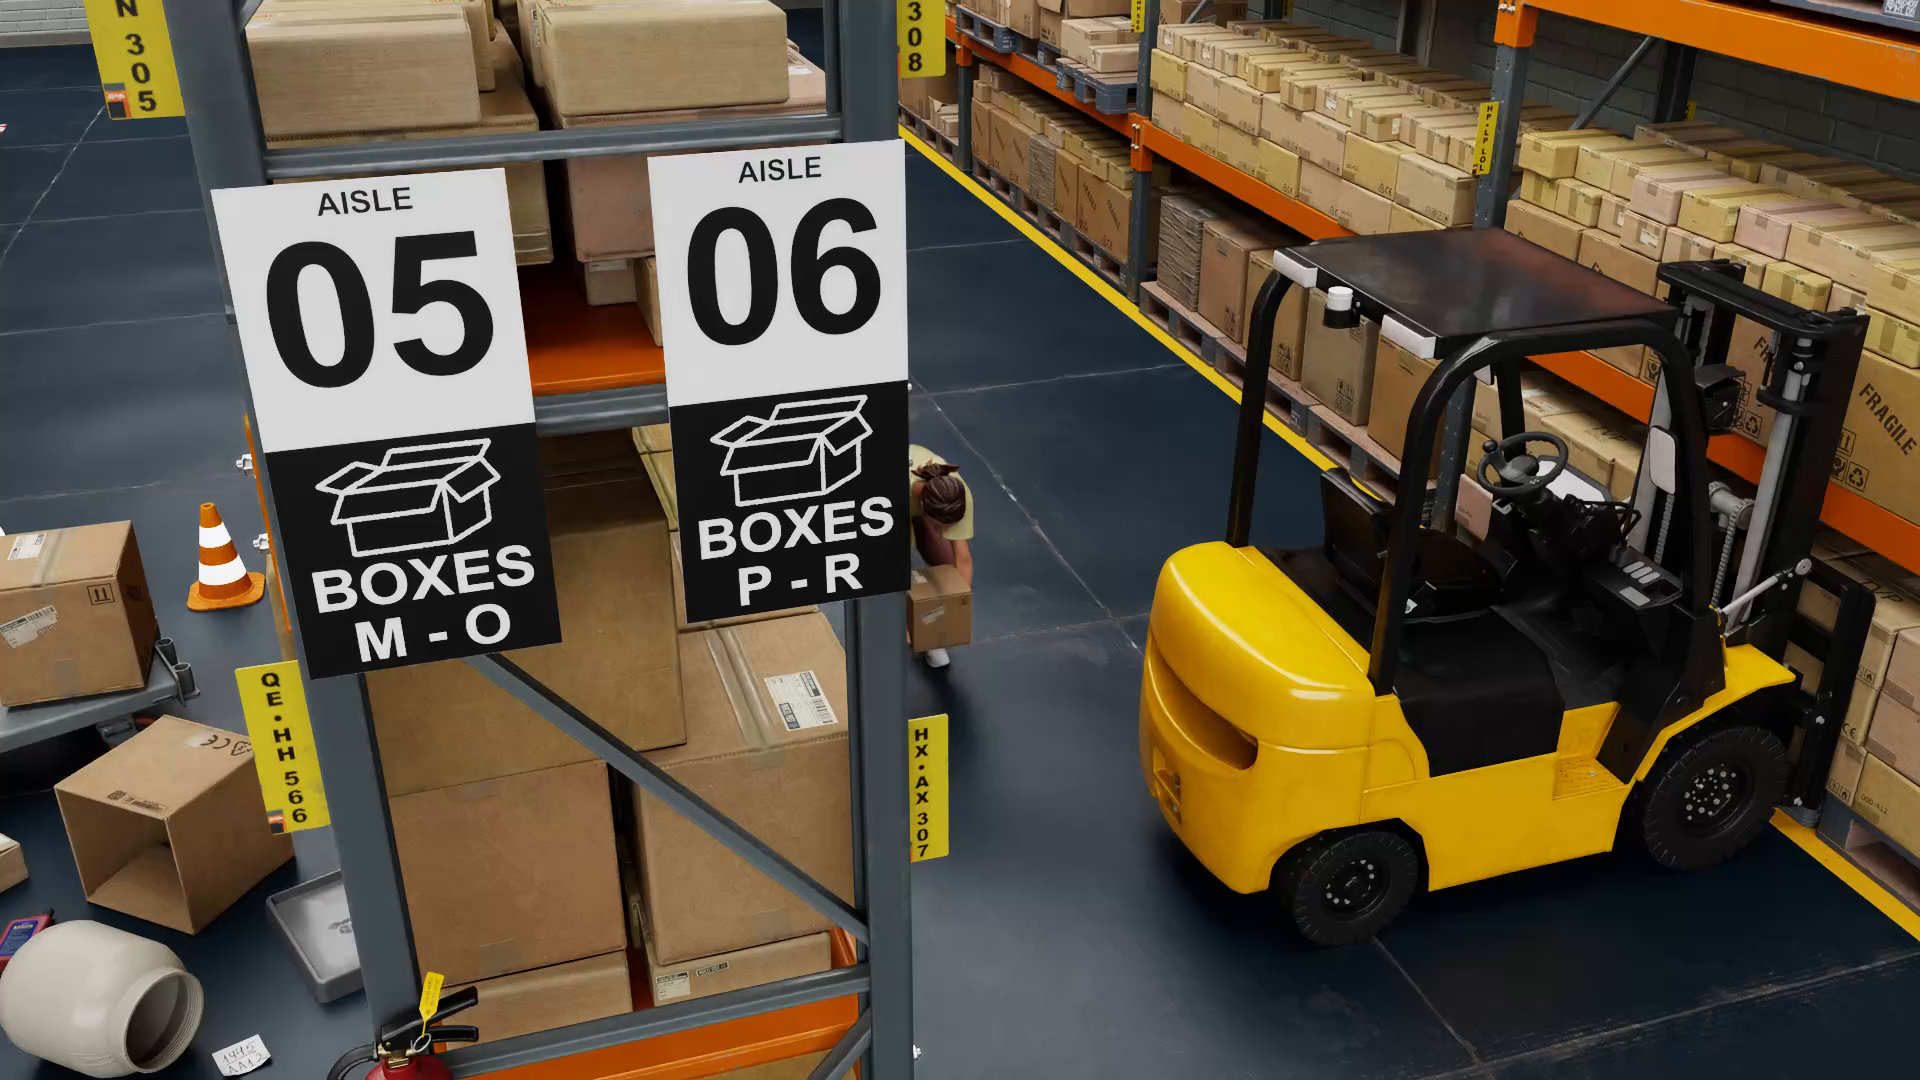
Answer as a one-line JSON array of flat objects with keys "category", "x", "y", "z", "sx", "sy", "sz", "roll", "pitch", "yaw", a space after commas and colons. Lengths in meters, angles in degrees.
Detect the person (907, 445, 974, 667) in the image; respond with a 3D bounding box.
[{"category": "person", "x": -0.179, "y": 0.105, "z": 7.028, "sx": 0.450, "sy": 1.121, "sz": 0.858, "roll": -9, "pitch": 28, "yaw": -18}]
